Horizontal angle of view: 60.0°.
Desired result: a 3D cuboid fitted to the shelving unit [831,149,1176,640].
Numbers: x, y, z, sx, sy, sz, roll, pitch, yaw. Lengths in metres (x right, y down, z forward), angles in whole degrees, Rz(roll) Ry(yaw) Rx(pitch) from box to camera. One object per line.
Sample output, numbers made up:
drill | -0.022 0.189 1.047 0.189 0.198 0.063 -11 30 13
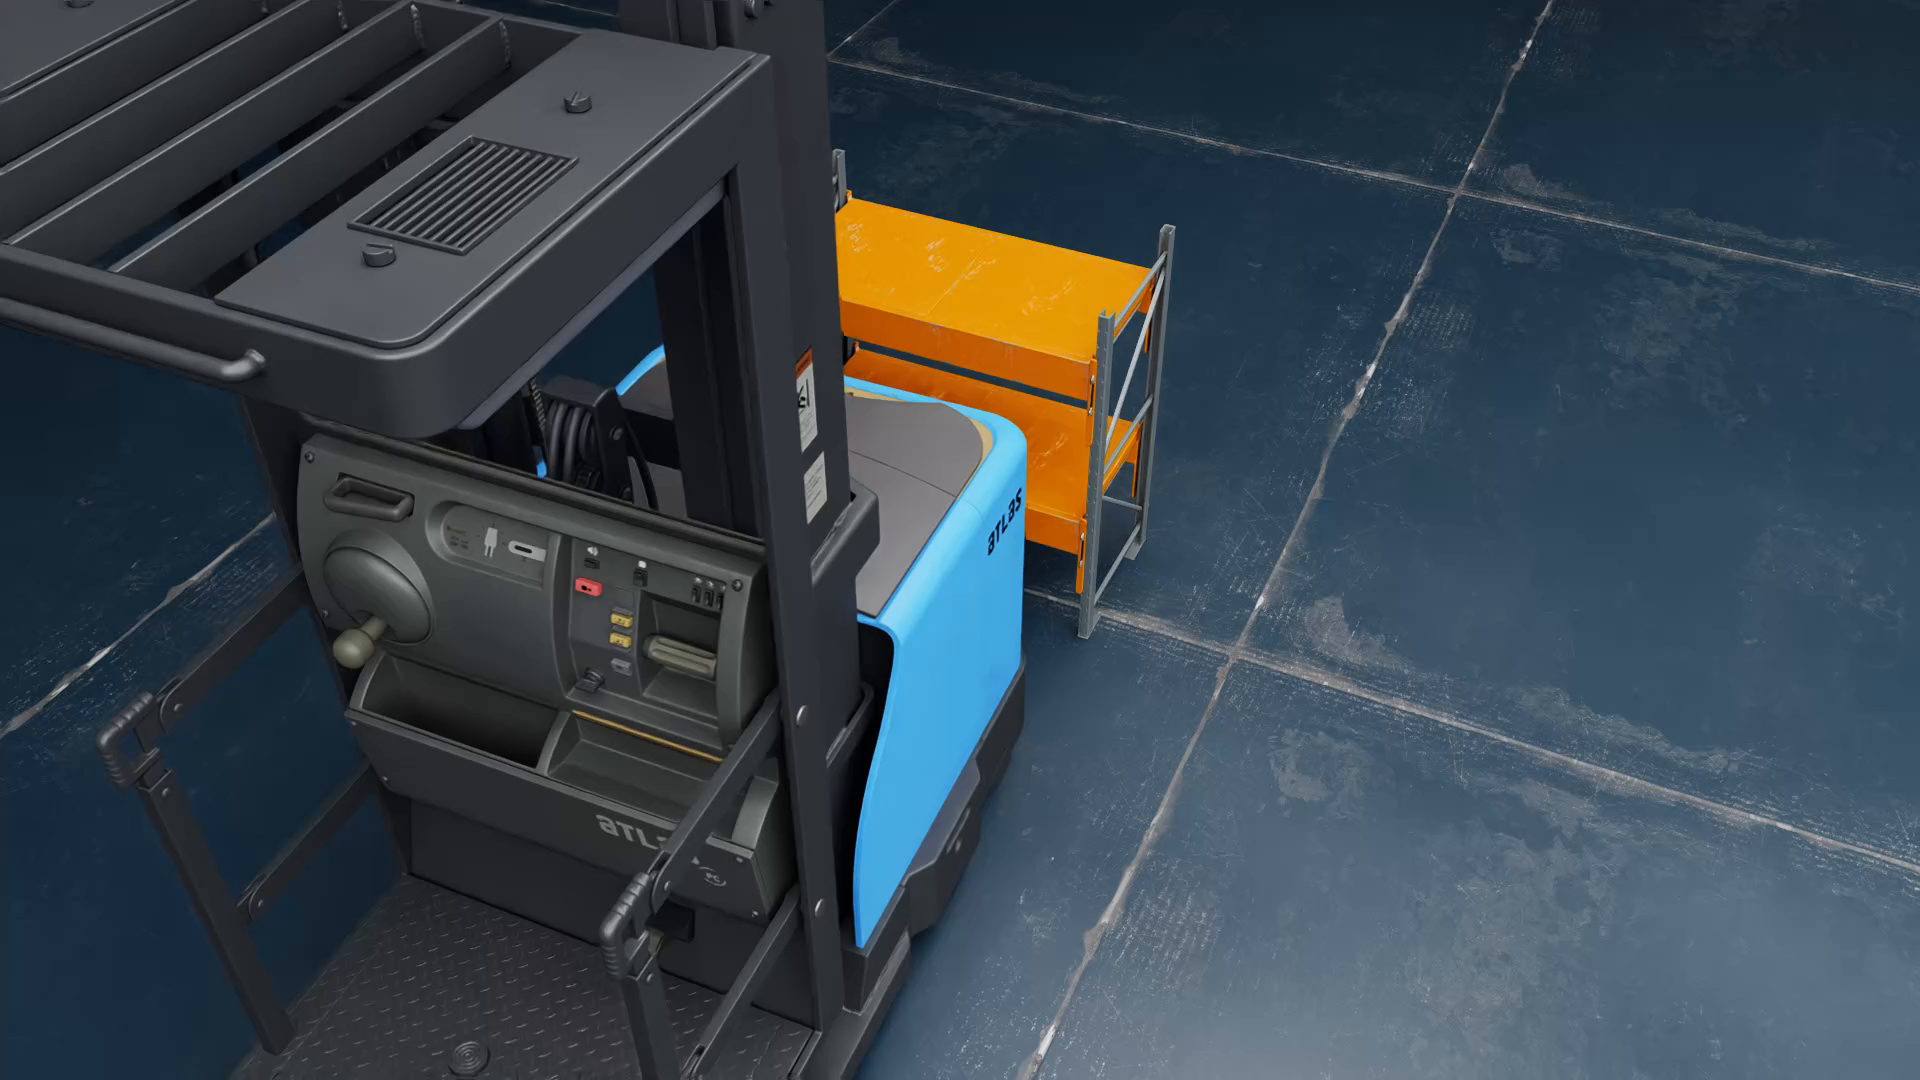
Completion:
shelving unit | 0.006 -0.423 4.879 1.048 1.125 0.538 17 44 19

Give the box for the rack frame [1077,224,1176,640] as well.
rack frame | 0.467 -0.282 4.717 0.032 1.125 0.500 17 44 19

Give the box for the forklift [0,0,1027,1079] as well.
forklift | -0.866 0.185 2.798 1.130 2.935 3.031 16 43 17

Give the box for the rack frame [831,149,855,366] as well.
rack frame | -0.455 -0.564 5.042 0.032 1.125 0.500 17 44 19

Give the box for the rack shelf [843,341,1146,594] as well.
rack shelf | 0.006 -0.238 5.040 1.000 0.278 0.538 17 44 19

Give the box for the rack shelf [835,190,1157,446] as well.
rack shelf | 0.006 -0.644 4.688 1.000 0.278 0.538 17 44 19
